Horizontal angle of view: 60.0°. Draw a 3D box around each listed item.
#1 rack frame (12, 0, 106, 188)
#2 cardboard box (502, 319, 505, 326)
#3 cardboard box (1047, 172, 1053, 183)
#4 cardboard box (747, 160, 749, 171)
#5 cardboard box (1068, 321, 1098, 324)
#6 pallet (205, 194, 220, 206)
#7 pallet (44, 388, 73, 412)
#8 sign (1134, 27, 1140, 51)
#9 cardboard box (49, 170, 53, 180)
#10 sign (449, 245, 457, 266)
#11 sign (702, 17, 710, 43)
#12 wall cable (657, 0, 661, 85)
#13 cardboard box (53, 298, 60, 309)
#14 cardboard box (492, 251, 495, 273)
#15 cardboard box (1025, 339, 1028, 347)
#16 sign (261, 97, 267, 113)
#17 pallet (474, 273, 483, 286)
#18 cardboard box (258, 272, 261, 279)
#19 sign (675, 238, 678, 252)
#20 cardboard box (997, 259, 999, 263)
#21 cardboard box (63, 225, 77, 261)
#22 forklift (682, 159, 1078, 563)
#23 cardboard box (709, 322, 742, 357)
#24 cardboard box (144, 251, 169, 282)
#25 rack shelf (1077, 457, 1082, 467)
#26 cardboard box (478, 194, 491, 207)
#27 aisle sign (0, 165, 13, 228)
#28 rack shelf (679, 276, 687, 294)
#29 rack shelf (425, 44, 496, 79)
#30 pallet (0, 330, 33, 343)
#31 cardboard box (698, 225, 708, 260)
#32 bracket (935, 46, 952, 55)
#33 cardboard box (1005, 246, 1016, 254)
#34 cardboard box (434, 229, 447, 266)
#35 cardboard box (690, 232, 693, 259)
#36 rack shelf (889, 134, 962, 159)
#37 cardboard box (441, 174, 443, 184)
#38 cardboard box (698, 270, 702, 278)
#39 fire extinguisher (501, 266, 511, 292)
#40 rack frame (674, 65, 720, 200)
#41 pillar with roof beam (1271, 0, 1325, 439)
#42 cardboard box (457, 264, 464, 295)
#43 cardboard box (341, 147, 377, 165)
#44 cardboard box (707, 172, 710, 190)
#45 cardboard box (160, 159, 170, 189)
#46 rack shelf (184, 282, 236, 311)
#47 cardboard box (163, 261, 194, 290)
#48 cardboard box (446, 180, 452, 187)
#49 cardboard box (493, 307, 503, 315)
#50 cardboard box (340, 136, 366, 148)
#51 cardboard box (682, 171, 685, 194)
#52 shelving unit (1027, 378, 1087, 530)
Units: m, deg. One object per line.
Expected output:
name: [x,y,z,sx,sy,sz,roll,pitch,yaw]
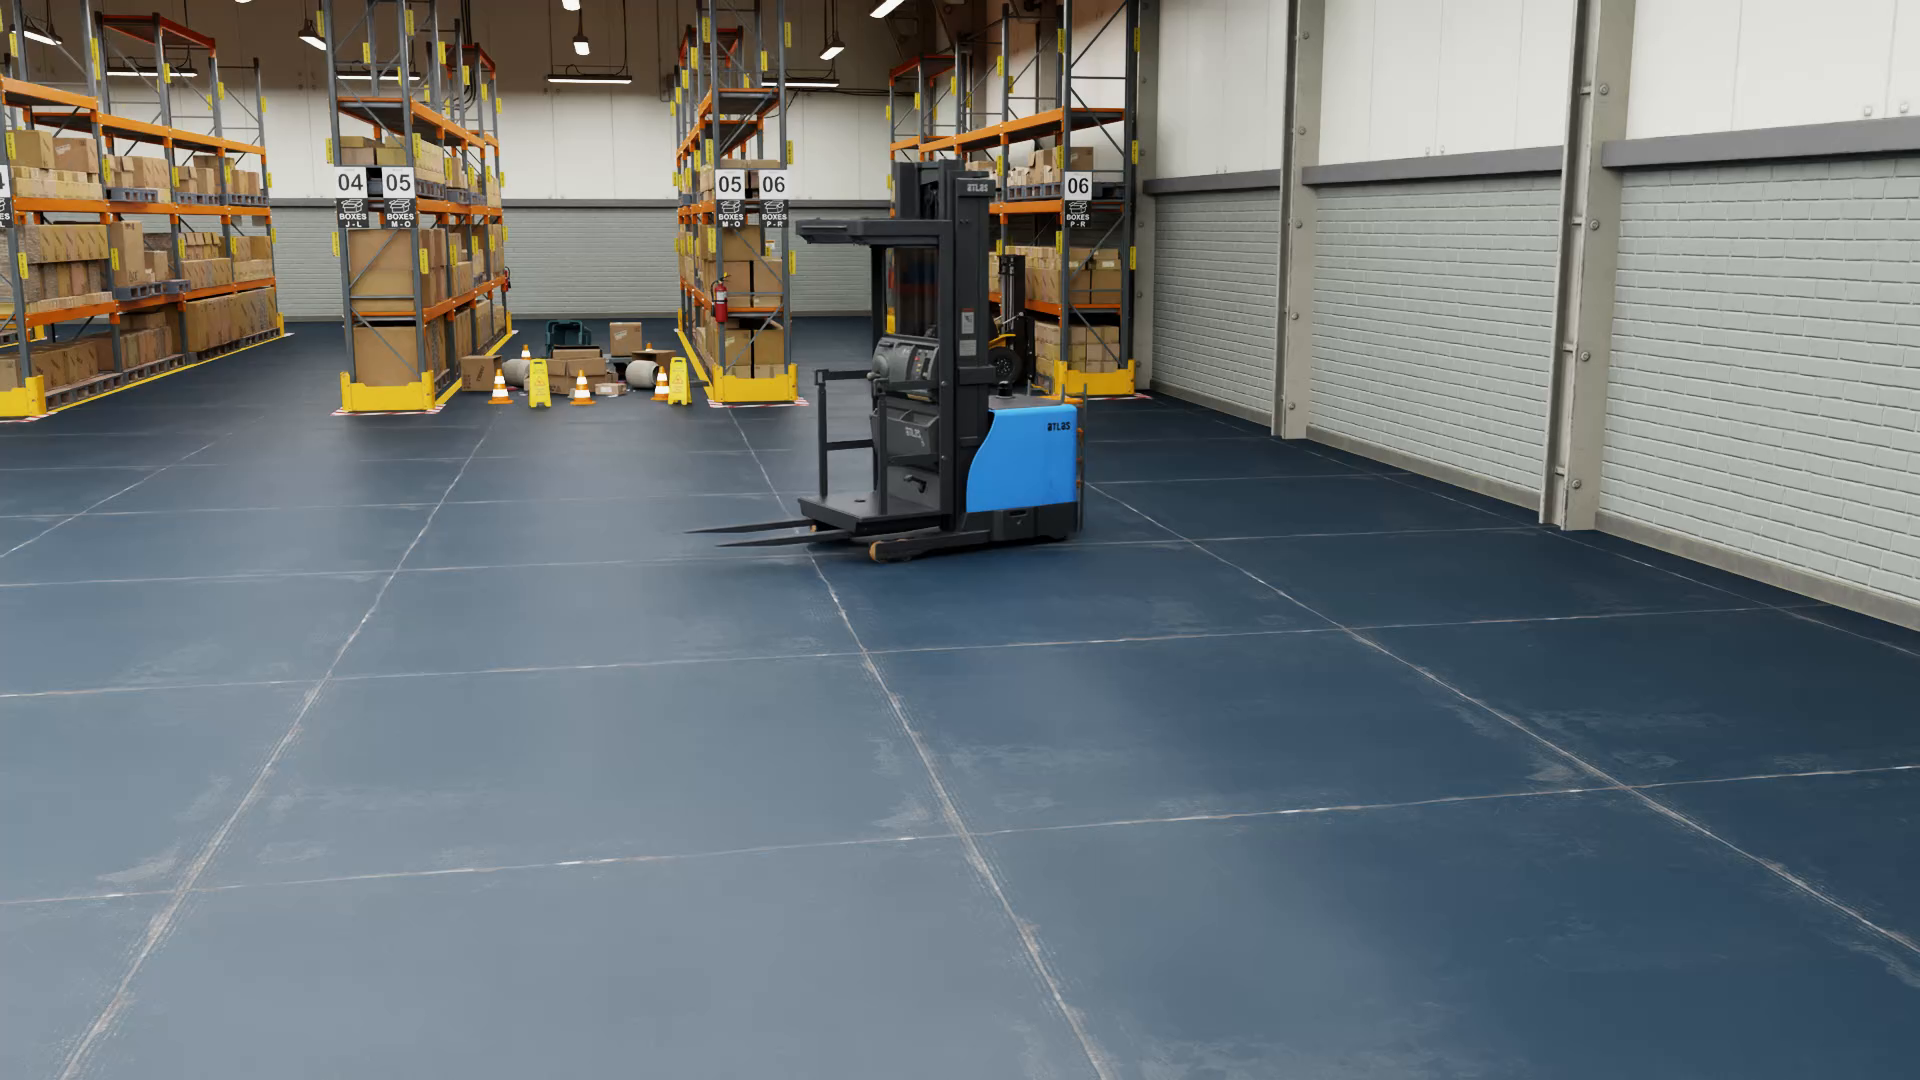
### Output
rack frame: [-13.394,-6.773,24.713,1.000,3.000,0.127,-2,11,-11]
cardboard box: [-10.387,-4.862,37.219,0.380,0.149,0.250,-2,11,-9]
cardboard box: [1.514,-5.380,24.700,0.380,0.149,0.250,-2,11,-13]
cardboard box: [-2.829,-5.313,23.603,0.380,0.149,0.250,-2,11,-11]
cardboard box: [1.877,-3.259,25.853,0.500,0.250,0.500,-2,11,-11]
pallet: [-14.724,-6.506,31.846,0.805,0.209,1.217,-3,11,-13]
pallet: [-12.754,-1.886,22.543,1.003,0.211,1.213,-2,11,-11]
sign: [2.518,-7.136,23.702,0.100,0.325,0.005,-2,11,-11]
cardboard box: [-12.757,-5.030,22.916,0.380,0.149,0.250,-2,11,-12]
sign: [-7.965,-4.472,26.143,0.100,0.325,0.005,-2,11,-11]
sign: [-3.444,-6.920,22.563,0.100,0.325,0.005,-2,11,-11]
wall cable: [-8.908,-13.257,42.738,2.355,3.000,0.029,-2,11,-11]
cardboard box: [-12.688,-3.259,22.966,0.380,0.149,0.250,-2,11,-11]
cardboard box: [-10.018,-5.840,34.797,0.500,0.500,0.500,-2,11,-11]
cardboard box: [1.270,-3.091,26.307,0.500,0.250,0.500,-2,11,-11]
sign: [-15.193,-9.488,36.271,0.100,0.325,0.005,-2,11,-11]
pallet: [-9.713,-4.988,31.896,1.003,0.211,1.213,-2,11,-11]
cardboard box: [-15.085,-5.615,35.347,0.380,0.149,0.250,-2,11,-11]
sign: [-6.553,-6.832,38.542,0.100,0.325,0.005,-2,11,-11]
cardboard box: [0.842,-4.836,28.581,0.380,0.149,0.250,-2,11,-12]
cardboard box: [-12.748,-4.164,23.316,0.500,0.500,0.500,-2,11,-11]
forklift: [-0.595,-1.380,12.609,3.031,2.935,1.130,-6,12,-30]
cardboard box: [-3.609,-3.099,25.681,0.500,0.500,0.500,-2,11,-8]
cardboard box: [-13.821,-4.618,28.048,0.700,0.500,0.500,0,11,-3]
rack shelf: [0.783,-0.643,13.712,0.258,0.148,0.480,-5,12,-31]
cardboard box: [-9.896,-6.949,34.063,0.500,0.250,0.500,-2,11,-8]
aisle sign: [-12.310,-4.369,21.174,0.394,0.787,0.004,-2,11,-11]
rack shelf: [-5.618,-5.667,36.870,1.077,0.370,4.000,-2,11,-11]
rack shelf: [-10.454,-10.048,34.956,1.077,0.370,4.000,-2,11,-11]
pallet: [-20.464,-4.324,35.349,1.003,0.211,1.213,-2,11,-11]
cardboard box: [-3.500,-4.407,24.594,0.700,0.500,0.500,-2,11,-12]
bracket: [-0.543,-11.246,38.588,0.076,0.066,4.783,-2,11,-11]
cardboard box: [0.966,-4.812,27.658,0.380,0.149,0.250,-2,11,-10]
cardboard box: [-8.250,-4.426,25.139,0.875,0.550,0.550,-2,11,-11]
cardboard box: [-4.917,-5.639,31.860,0.500,0.500,0.500,-2,11,-10]
rack shelf: [-0.750,-8.793,37.262,1.077,0.370,4.000,-2,11,-11]
cardboard box: [-8.076,-5.492,25.286,0.380,0.149,0.250,-2,11,-10]
cardboard box: [-4.507,-4.780,29.837,0.380,0.149,0.250,-2,11,-11]
fire extinguisher: [-10.440,-6.030,38.060,0.296,0.674,0.183,-2,11,-11]
rack frame: [-6.007,-9.334,38.170,1.000,3.000,0.127,-2,11,-11]
pillar with roof beam: [-0.335,-5.484,17.943,9.100,9.000,0.400,-2,11,-11]
cardboard box: [-8.541,-4.327,27.642,0.500,0.500,0.500,-2,11,-11]
cardboard box: [-8.101,-5.135,22.345,0.500,0.250,0.500,-2,11,-10]
cardboard box: [-3.462,-5.270,24.444,0.500,0.250,0.500,-2,11,-9]
cardboard box: [-13.834,-6.249,28.380,0.500,0.500,0.500,-2,11,-10]
rack shelf: [-14.561,-4.573,31.123,1.077,0.370,4.000,-2,11,-11]
cardboard box: [-14.000,-4.707,29.639,0.500,0.500,0.500,-2,11,-9]
cardboard box: [-8.527,-5.860,27.219,0.380,0.149,0.250,-2,11,-11]
cardboard box: [-10.229,-5.010,36.409,0.380,0.149,0.250,-2,11,-9]
cardboard box: [-8.130,-5.301,22.149,0.380,0.149,0.250,-2,11,-10]
cardboard box: [-5.343,-7.210,33.642,0.500,0.500,0.500,-2,11,-12]
shelving unit: [0.784,-0.709,13.700,0.258,1.200,0.503,-5,12,-31]
